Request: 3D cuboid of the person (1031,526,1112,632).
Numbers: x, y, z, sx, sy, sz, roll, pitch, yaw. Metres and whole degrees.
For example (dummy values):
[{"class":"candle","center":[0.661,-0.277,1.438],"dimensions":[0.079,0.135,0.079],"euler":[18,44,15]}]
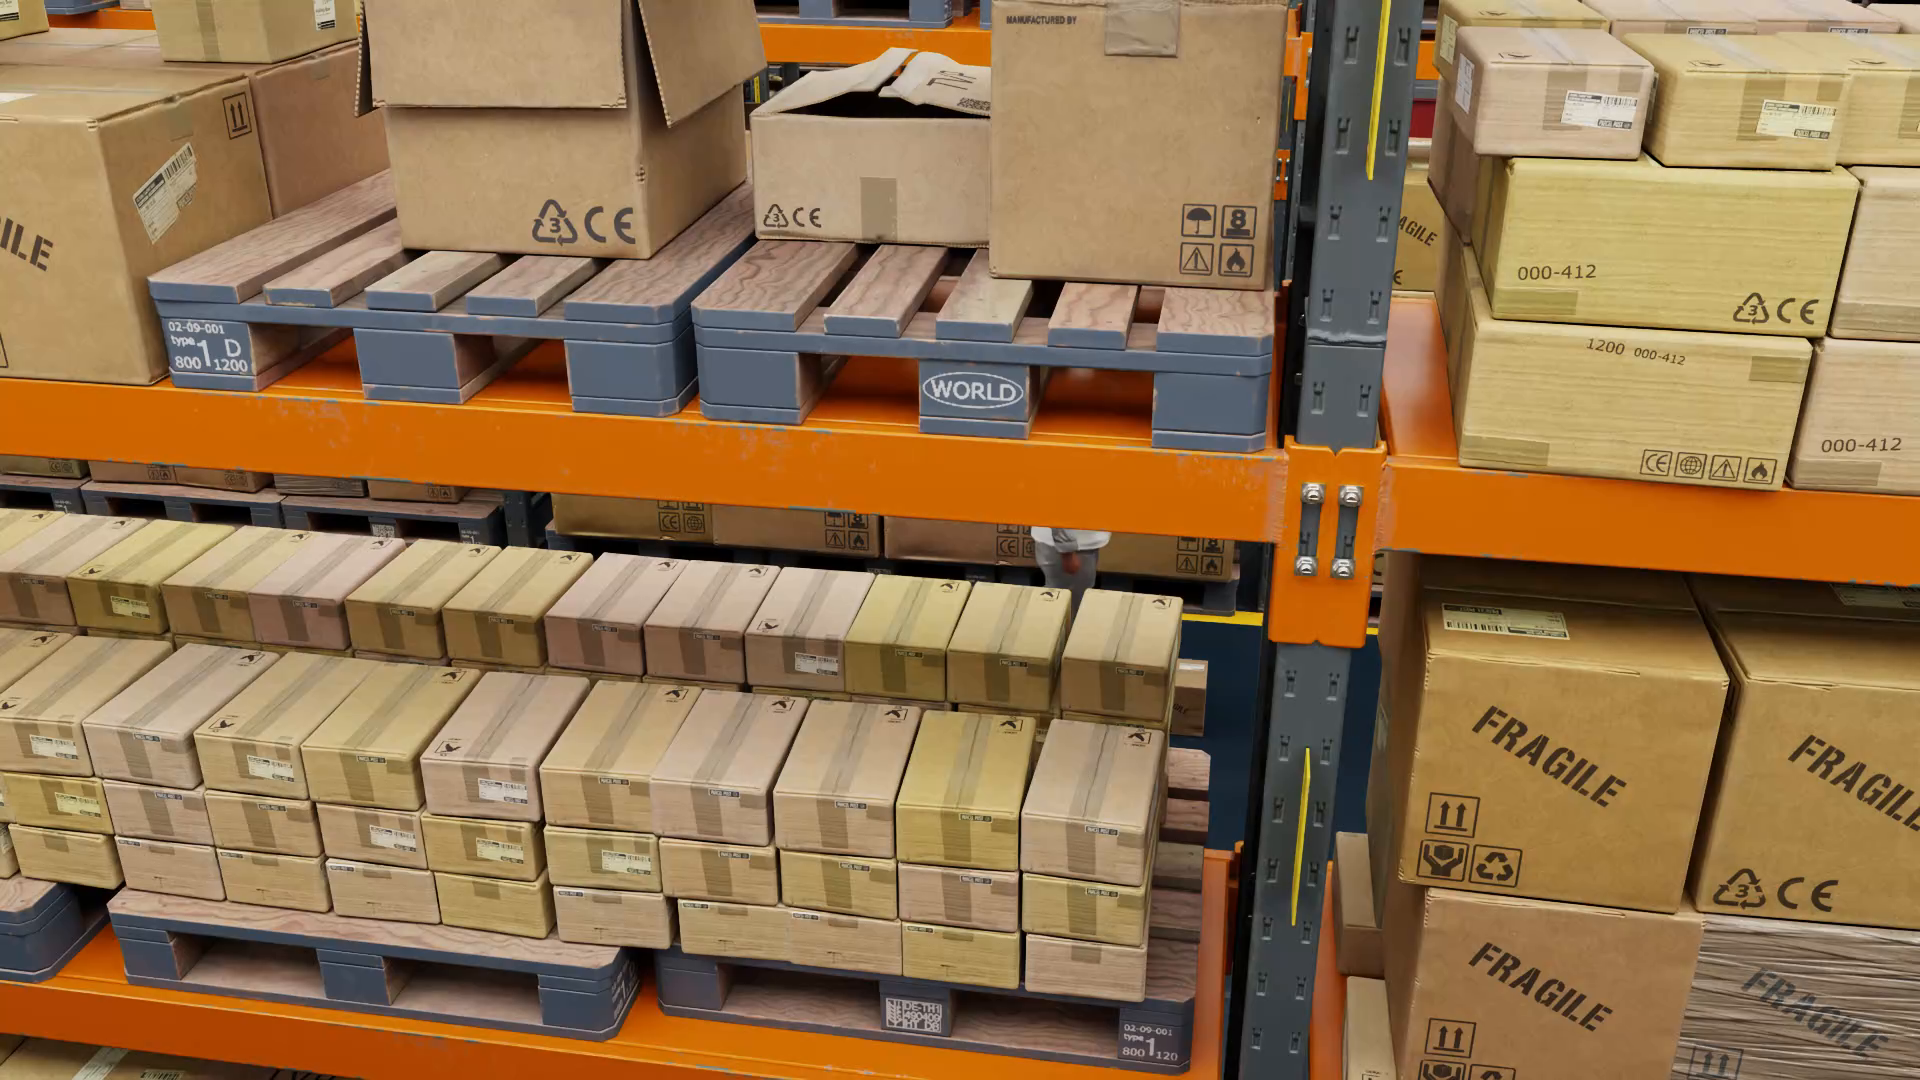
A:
[{"class":"person","center":[0.488,-0.033,7.149],"dimensions":[0.358,1.772,0.533],"euler":[4,25,9]}]
